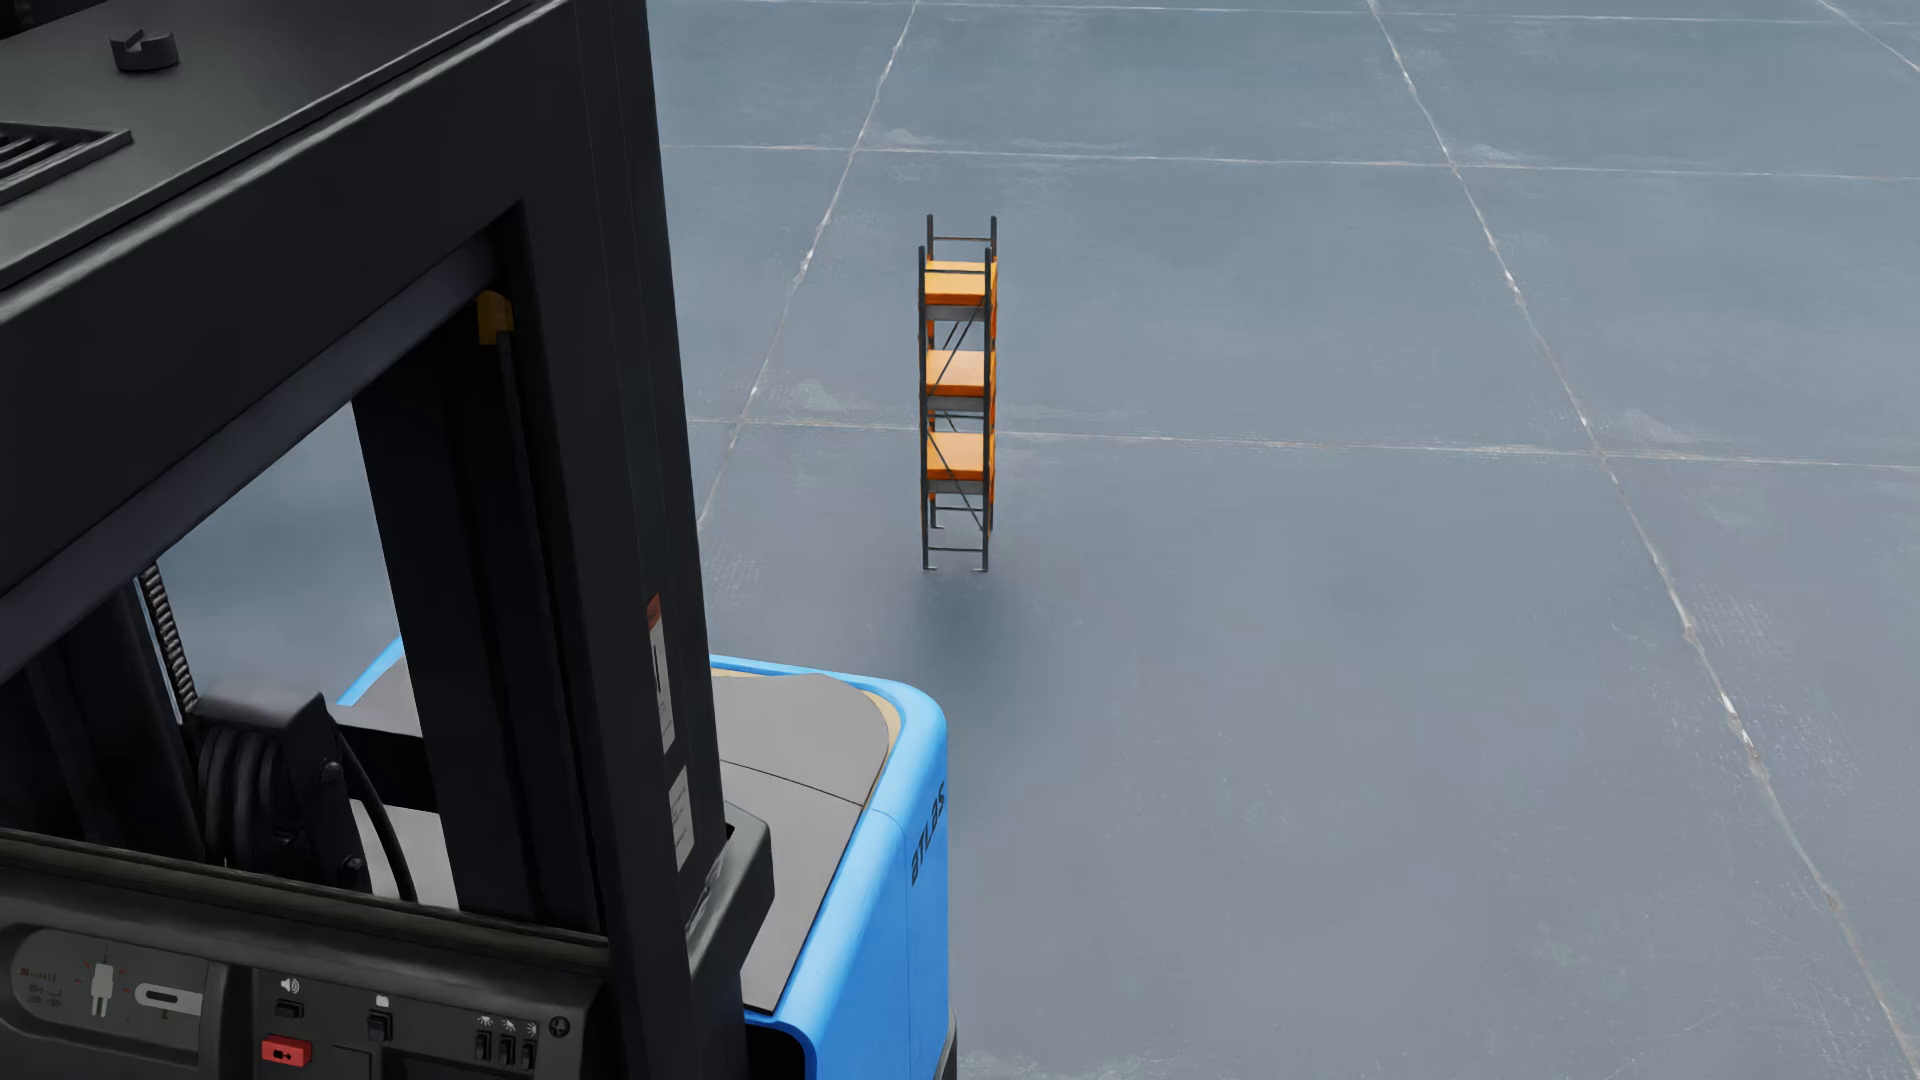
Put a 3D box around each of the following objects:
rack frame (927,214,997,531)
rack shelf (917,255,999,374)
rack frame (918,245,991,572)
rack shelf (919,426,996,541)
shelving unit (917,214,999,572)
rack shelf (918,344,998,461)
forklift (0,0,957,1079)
[{"bbox_3d":[0.006,-0.483,5.033,0.200,1.050,0.008,2,32,4],"label":"rack frame"},{"bbox_3d":[-0.004,-0.652,4.786,0.215,0.259,0.240,2,32,4],"label":"rack shelf"},{"bbox_3d":[-0.014,-0.355,4.826,0.200,1.050,0.008,2,32,4],"label":"rack frame"},{"bbox_3d":[-0.004,-0.173,5.081,0.215,0.259,0.240,2,32,4],"label":"rack shelf"},{"bbox_3d":[-0.004,-0.419,4.929,0.215,1.050,0.252,2,32,4],"label":"shelving unit"},{"bbox_3d":[-0.004,-0.410,4.935,0.215,0.259,0.240,2,32,4],"label":"rack shelf"},{"bbox_3d":[-0.850,0.604,1.476,1.130,2.935,3.031,7,32,11],"label":"forklift"}]
